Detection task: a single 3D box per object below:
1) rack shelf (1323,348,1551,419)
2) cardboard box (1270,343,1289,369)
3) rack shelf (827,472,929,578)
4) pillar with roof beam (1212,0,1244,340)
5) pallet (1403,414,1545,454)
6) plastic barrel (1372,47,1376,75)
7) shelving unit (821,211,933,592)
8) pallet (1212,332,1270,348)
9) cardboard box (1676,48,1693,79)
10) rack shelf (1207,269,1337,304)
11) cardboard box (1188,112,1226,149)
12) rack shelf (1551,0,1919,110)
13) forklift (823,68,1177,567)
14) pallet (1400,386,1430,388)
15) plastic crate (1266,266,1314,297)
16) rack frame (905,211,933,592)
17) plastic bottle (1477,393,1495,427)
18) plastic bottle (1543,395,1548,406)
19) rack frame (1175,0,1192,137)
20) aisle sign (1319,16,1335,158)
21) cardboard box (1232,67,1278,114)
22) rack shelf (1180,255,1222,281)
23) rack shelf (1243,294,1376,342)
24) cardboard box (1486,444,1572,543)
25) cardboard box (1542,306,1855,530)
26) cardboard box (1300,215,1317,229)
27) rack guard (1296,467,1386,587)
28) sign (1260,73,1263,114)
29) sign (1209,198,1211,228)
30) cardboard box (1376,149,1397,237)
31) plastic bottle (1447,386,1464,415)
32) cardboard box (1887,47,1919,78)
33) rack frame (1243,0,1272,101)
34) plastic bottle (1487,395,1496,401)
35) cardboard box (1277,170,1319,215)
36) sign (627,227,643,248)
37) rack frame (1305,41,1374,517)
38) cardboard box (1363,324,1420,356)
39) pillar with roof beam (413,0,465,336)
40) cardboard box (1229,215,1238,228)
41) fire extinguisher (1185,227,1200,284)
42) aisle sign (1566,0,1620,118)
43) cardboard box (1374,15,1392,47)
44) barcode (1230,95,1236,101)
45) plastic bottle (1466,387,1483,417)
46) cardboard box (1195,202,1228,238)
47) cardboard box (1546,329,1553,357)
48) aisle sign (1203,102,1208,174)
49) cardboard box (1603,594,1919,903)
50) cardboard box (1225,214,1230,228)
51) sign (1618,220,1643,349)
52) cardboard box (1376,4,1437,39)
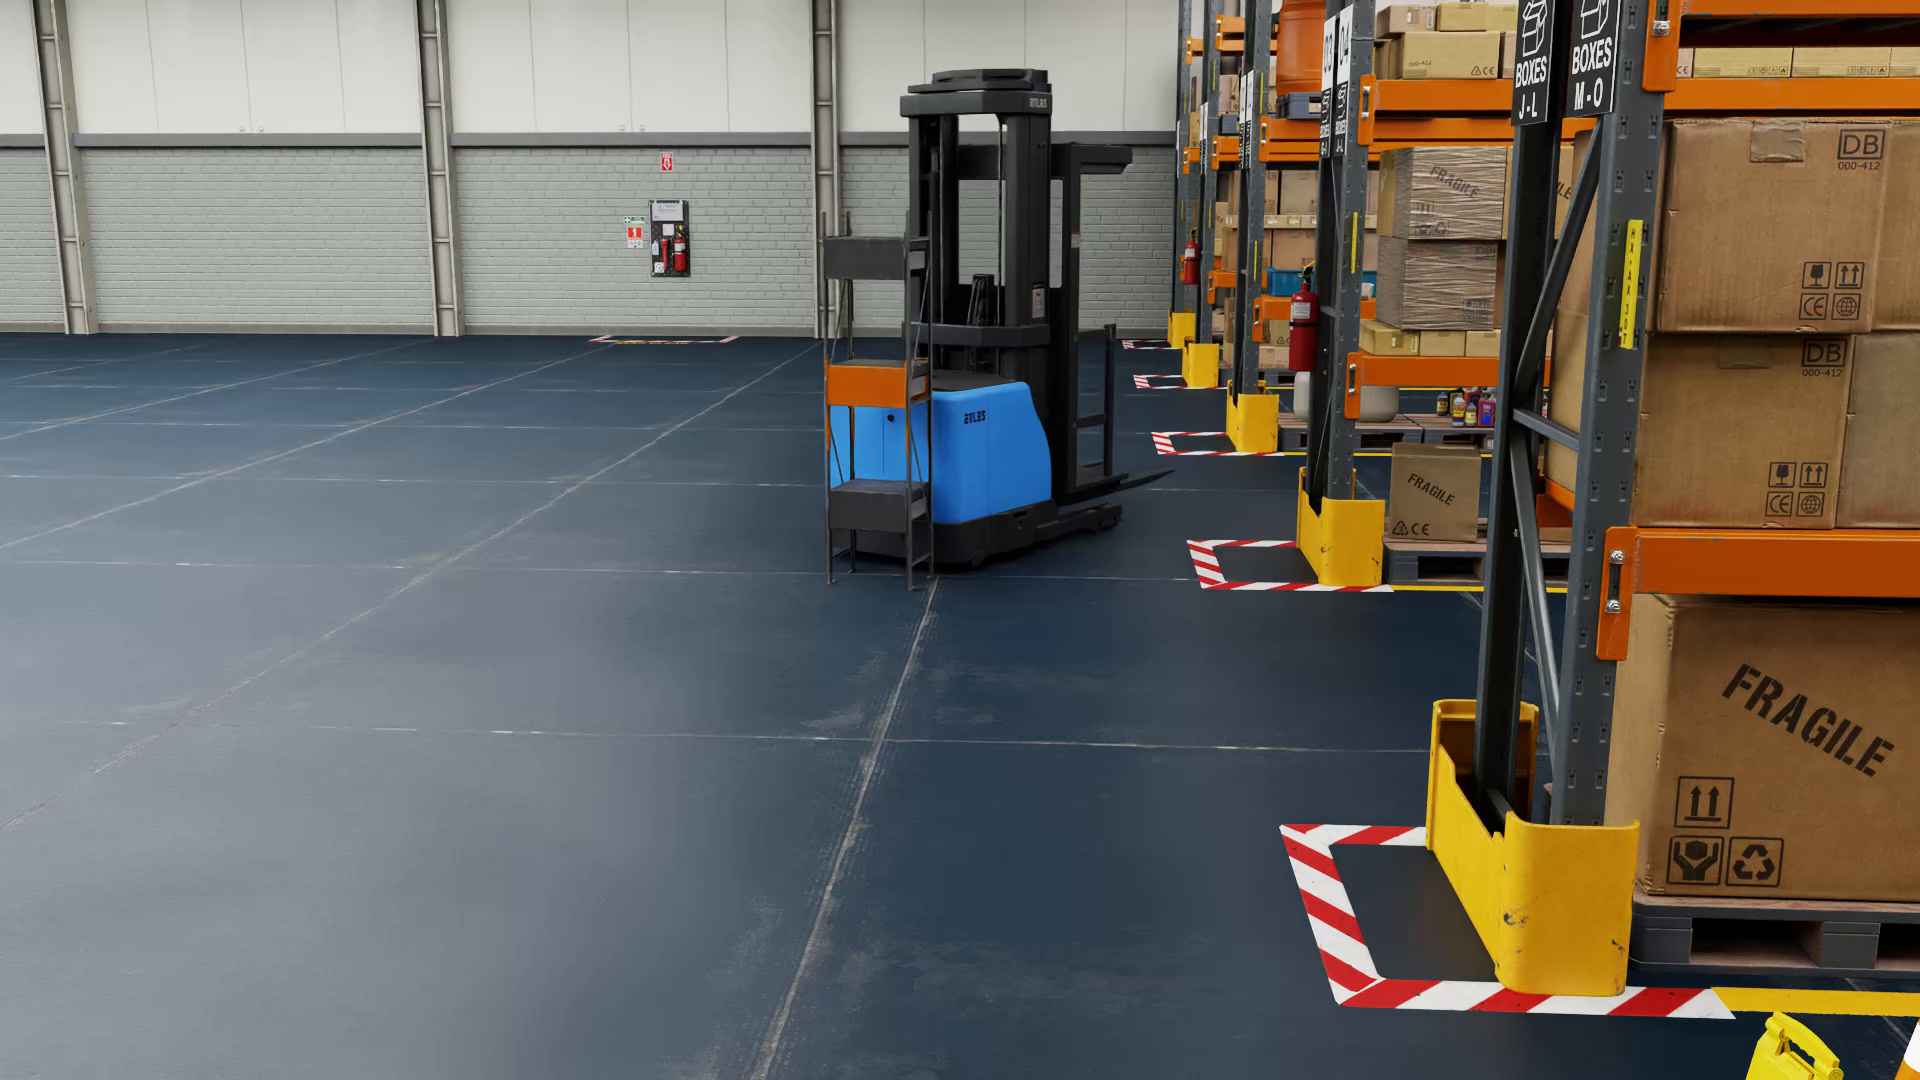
[{"bbox_3d":[4.198,-0.942,9.703,4.000,0.370,1.077,1,12,4],"label":"rack shelf"},{"bbox_3d":[3.888,-2.146,19.392,0.500,0.250,0.500,1,12,4],"label":"cardboard box"},{"bbox_3d":[-0.458,-0.093,9.568,0.480,0.518,0.431,4,12,18],"label":"rack shelf"},{"bbox_3d":[3.664,-6.582,20.254,0.400,9.000,9.100,1,12,4],"label":"pillar with roof beam"},{"bbox_3d":[4.637,-0.948,14.783,1.213,0.211,1.003,1,12,4],"label":"pallet"},{"bbox_3d":[3.679,-4.110,14.278,0.600,0.588,0.600,0,12,0],"label":"plastic barrel"},{"bbox_3d":[-0.458,-0.791,9.422,0.503,2.100,0.431,4,12,18],"label":"shelving unit"},{"bbox_3d":[4.080,-2.973,24.466,1.213,0.211,1.003,1,12,4],"label":"pallet"},{"bbox_3d":[3.675,-2.644,9.121,0.500,0.250,0.500,1,12,4],"label":"cardboard box"},{"bbox_3d":[4.864,-2.966,19.378,4.000,0.370,1.077,1,12,4],"label":"rack shelf"},{"bbox_3d":[3.512,-5.829,23.688,0.500,0.500,0.500,1,12,5],"label":"cardboard box"},{"bbox_3d":[3.766,-1.399,4.559,4.000,0.370,1.077,1,12,4],"label":"rack shelf"},{"bbox_3d":[0.427,-1.527,10.907,1.130,2.935,3.031,8,14,35],"label":"forklift"},{"bbox_3d":[4.848,-1.961,19.629,1.213,0.211,1.003,1,12,4],"label":"pallet"},{"bbox_3d":[3.053,-2.315,14.872,0.616,0.251,0.499,1,12,4],"label":"plastic crate"},{"bbox_3d":[-0.226,-0.776,9.348,0.015,2.100,0.400,4,12,18],"label":"rack frame"},{"bbox_3d":[4.546,-1.124,14.375,0.133,0.283,0.061,1,12,5],"label":"plastic bottle"},{"bbox_3d":[5.278,-1.232,15.089,0.097,0.201,0.097,0,12,0],"label":"plastic bottle"},{"bbox_3d":[3.195,-7.294,23.659,0.127,3.000,1.000,1,12,4],"label":"rack frame"},{"bbox_3d":[2.161,-2.656,9.791,0.004,0.787,0.394,1,12,4],"label":"aisle sign"},{"bbox_3d":[3.441,-5.130,19.018,0.637,0.503,0.797,2,12,8],"label":"cardboard box"},{"bbox_3d":[5.191,-3.978,24.216,4.000,0.370,1.077,1,12,4],"label":"rack shelf"},{"bbox_3d":[4.529,-1.954,14.541,4.000,0.370,1.077,1,12,4],"label":"rack shelf"},{"bbox_3d":[3.423,-0.291,9.911,0.500,0.500,0.500,4,12,19],"label":"cardboard box"},{"bbox_3d":[2.143,-0.387,4.928,0.550,0.550,0.875,1,12,4],"label":"cardboard box"},{"bbox_3d":[4.009,-3.652,19.071,0.250,0.149,0.380,1,12,3],"label":"cardboard box"},{"bbox_3d":[2.278,-0.097,10.011,0.348,0.500,1.175,1,12,4],"label":"rack guard"},{"bbox_3d":[2.492,-3.694,13.753,0.005,0.325,0.100,1,12,4],"label":"sign"},{"bbox_3d":[2.825,-3.695,18.797,0.005,0.325,0.100,1,12,4],"label":"sign"},{"bbox_3d":[2.768,-2.049,9.823,0.500,0.500,0.500,1,12,4],"label":"cardboard box"},{"bbox_3d":[4.513,-1.286,15.149,0.133,0.283,0.061,1,12,5],"label":"plastic bottle"},{"bbox_3d":[5.201,-2.624,9.026,0.500,0.250,0.500,1,12,5],"label":"cardboard box"},{"bbox_3d":[2.533,-5.270,13.983,0.127,3.000,1.000,1,12,4],"label":"rack frame"},{"bbox_3d":[4.794,-1.207,14.972,0.097,0.201,0.097,0,12,0],"label":"plastic bottle"},{"bbox_3d":[3.911,-4.014,19.216,0.500,0.500,0.700,0,12,2],"label":"cardboard box"},{"bbox_3d":[-5.043,-4.694,25.797,0.234,0.329,0.001,1,12,4],"label":"sign"},{"bbox_3d":[2.202,-1.322,9.760,0.127,3.000,1.000,1,12,4],"label":"rack frame"},{"bbox_3d":[2.471,-1.146,9.535,0.250,0.149,0.380,1,12,4],"label":"cardboard box"},{"bbox_3d":[-8.309,-6.746,21.038,0.400,9.000,9.100,1,12,4],"label":"pillar with roof beam"},{"bbox_3d":[3.245,-3.663,19.122,0.250,0.149,0.380,1,12,3],"label":"cardboard box"},{"bbox_3d":[2.781,-3.404,19.904,0.183,0.674,0.296,1,12,4],"label":"fire extinguisher"},{"bbox_3d":[1.679,-1.522,4.369,0.004,0.787,0.394,1,12,4],"label":"aisle sign"},{"bbox_3d":[2.500,-2.972,9.715,0.250,0.149,0.380,1,12,4],"label":"cardboard box"},{"bbox_3d":[3.201,-5.192,19.520,0.075,0.075,0.001,1,12,4],"label":"barcode"},{"bbox_3d":[4.638,-1.253,14.992,0.133,0.283,0.061,1,12,4],"label":"plastic bottle"},{"bbox_3d":[3.652,-4.593,23.885,0.500,0.500,0.500,1,12,4],"label":"cardboard box"},{"bbox_3d":[3.218,-1.133,9.473,0.250,0.149,0.380,1,12,4],"label":"cardboard box"},{"bbox_3d":[2.782,-4.556,18.874,0.004,0.787,0.394,1,12,4],"label":"aisle sign"},{"bbox_3d":[2.451,0.520,5.118,0.875,0.875,0.875,1,12,4],"label":"cardboard box"},{"bbox_3d":[3.262,-3.746,19.519,0.250,0.149,0.380,1,12,3],"label":"cardboard box"},{"bbox_3d":[1.727,-0.659,4.285,0.005,0.325,0.100,1,12,4],"label":"sign"},{"bbox_3d":[2.462,-2.861,9.184,0.250,0.149,0.380,1,12,3],"label":"cardboard box"}]
